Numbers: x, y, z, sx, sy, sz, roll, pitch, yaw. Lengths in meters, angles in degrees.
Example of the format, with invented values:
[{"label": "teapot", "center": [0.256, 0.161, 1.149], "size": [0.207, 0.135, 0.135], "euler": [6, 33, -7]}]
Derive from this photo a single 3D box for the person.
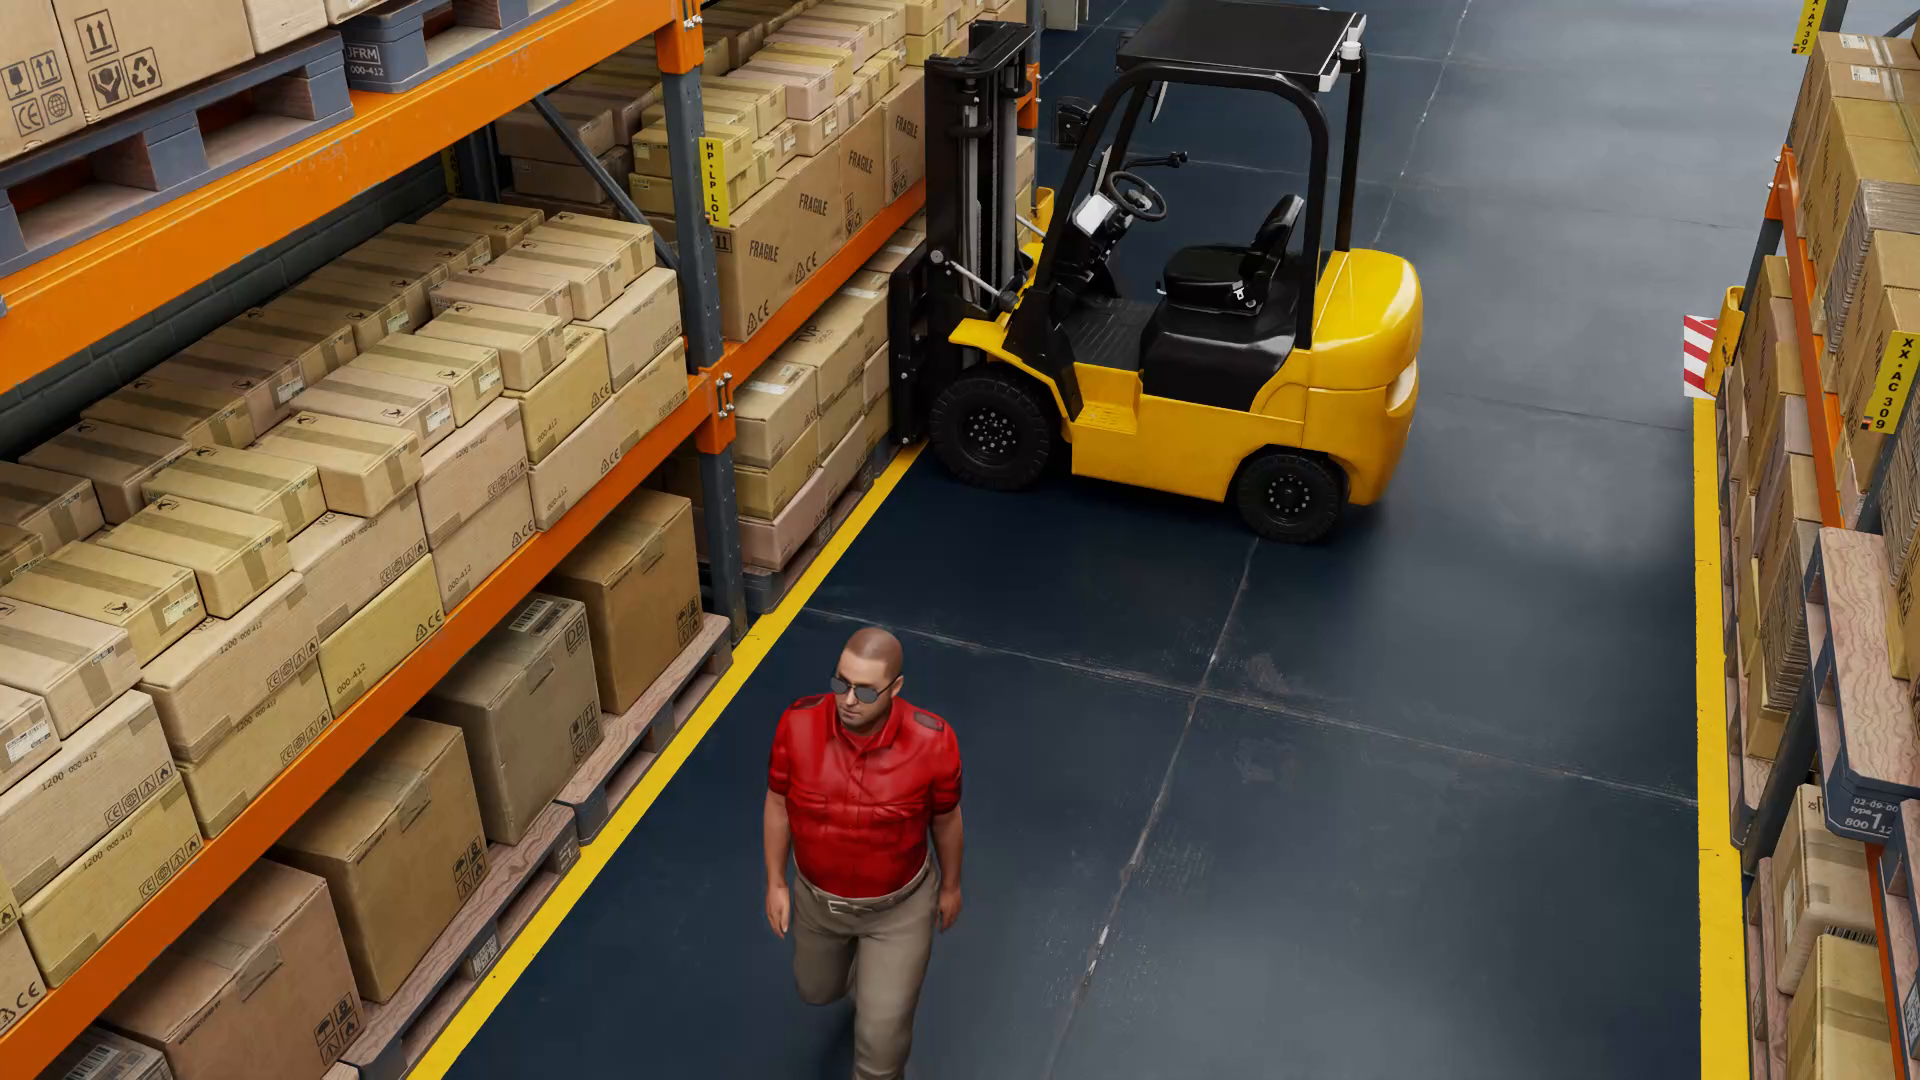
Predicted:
[{"label": "person", "center": [-0.271, 0.952, 4.679], "size": [0.546, 1.685, 0.863], "euler": [8, 34, 12]}]
